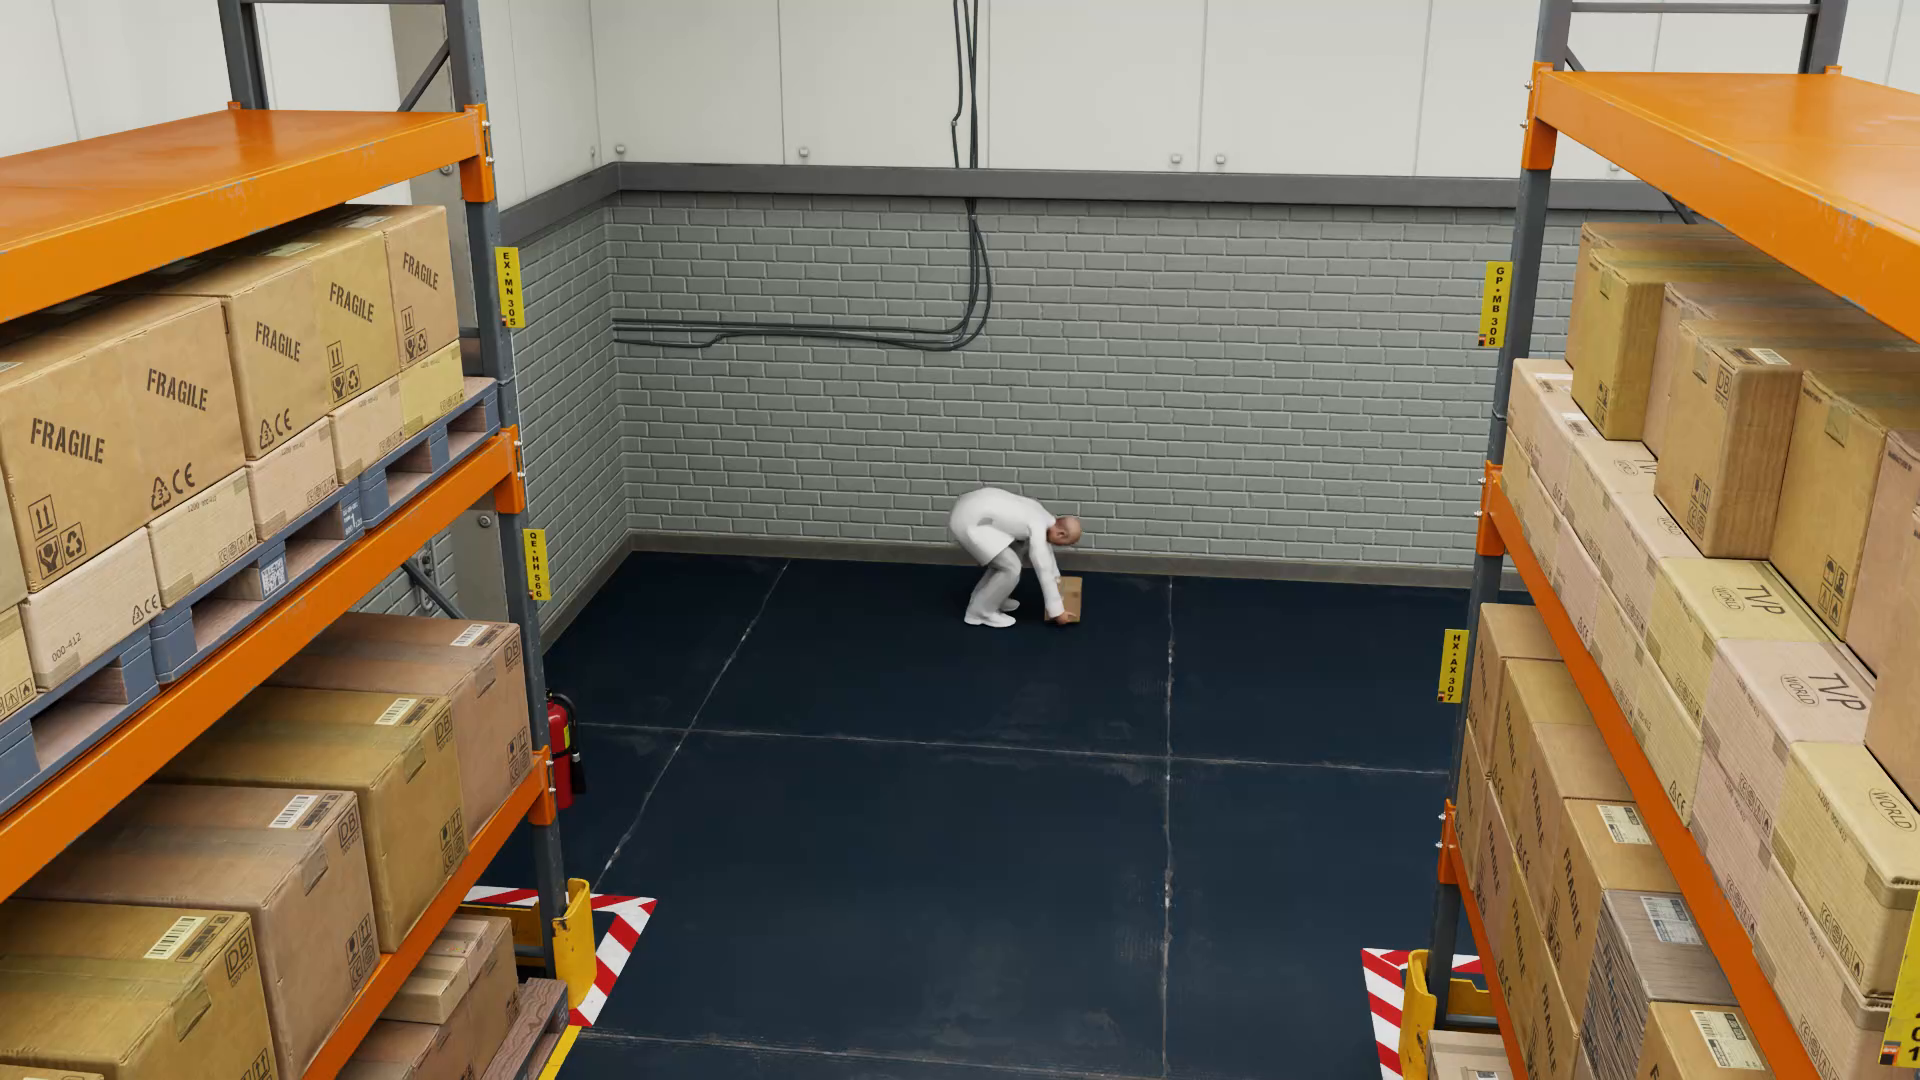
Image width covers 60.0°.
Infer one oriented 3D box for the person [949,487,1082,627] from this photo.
[{"bbox_3d":[0.398,0.108,11.933,0.944,0.981,0.593,1,21,4],"label":"person"}]
